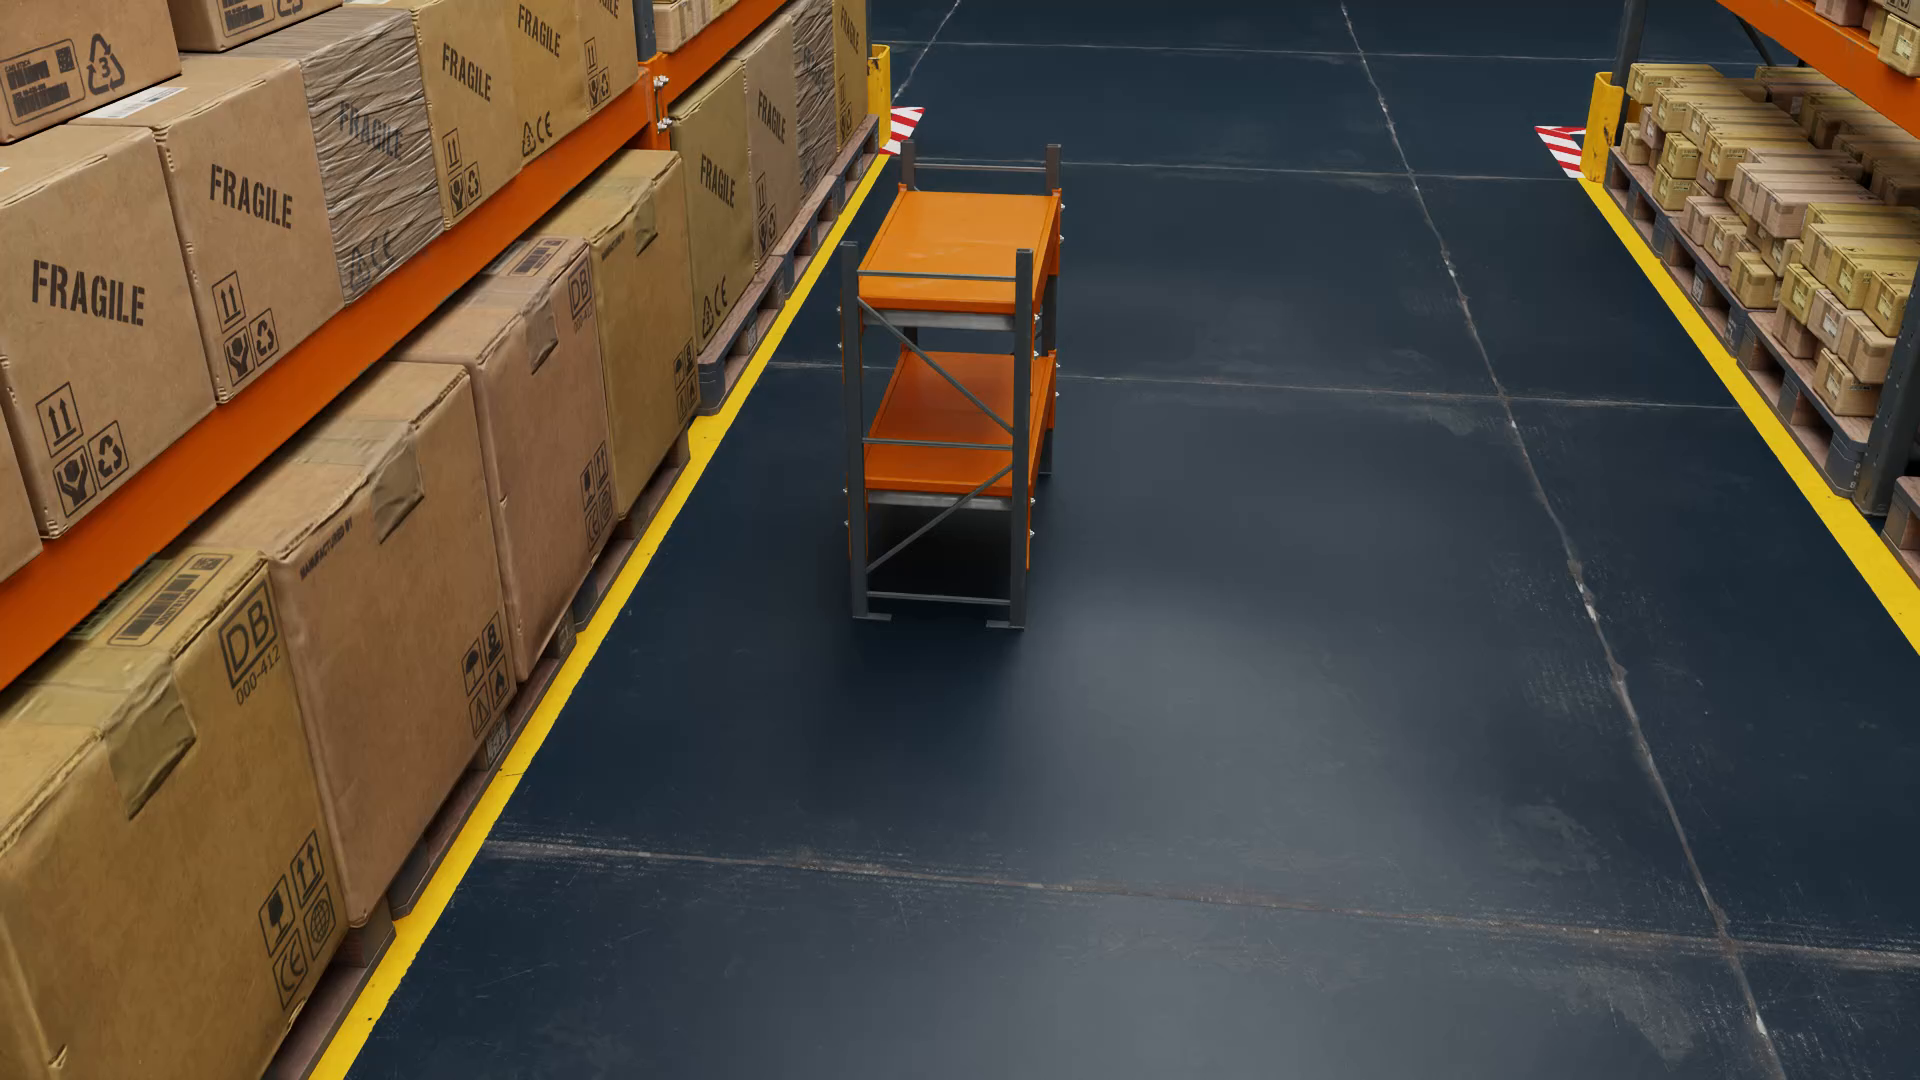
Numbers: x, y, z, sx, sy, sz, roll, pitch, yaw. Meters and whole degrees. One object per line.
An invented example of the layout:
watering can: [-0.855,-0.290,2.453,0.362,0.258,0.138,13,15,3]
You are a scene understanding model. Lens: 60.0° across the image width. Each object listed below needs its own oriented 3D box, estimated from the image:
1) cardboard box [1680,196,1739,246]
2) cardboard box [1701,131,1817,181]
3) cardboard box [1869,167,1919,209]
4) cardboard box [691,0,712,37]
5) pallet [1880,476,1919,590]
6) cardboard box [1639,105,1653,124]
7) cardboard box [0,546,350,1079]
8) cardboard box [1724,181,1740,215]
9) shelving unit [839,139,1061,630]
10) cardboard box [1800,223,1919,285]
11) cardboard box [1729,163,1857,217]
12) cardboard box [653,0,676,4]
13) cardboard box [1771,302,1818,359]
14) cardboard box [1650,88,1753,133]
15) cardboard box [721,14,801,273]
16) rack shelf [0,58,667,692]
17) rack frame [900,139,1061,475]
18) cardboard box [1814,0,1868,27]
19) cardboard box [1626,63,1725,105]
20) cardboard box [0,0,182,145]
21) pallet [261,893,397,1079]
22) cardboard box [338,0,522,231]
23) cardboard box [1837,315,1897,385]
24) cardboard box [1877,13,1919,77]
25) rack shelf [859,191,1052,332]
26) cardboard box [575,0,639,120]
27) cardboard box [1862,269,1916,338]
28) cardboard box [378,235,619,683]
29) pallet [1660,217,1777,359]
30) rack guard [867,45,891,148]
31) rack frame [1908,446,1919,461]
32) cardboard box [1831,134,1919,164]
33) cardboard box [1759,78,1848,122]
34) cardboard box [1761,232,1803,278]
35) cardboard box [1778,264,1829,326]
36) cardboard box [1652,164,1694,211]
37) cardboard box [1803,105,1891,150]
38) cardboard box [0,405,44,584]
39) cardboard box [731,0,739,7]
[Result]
cardboard box: [3.368,-1.381,7.213,0.380,0.149,0.250,2,28,4]
cardboard box: [3.375,-1.620,7.030,0.380,0.149,0.250,4,29,7]
cardboard box: [3.823,-1.355,6.539,0.380,0.149,0.250,2,28,4]
cardboard box: [-1.084,-1.862,5.808,0.380,0.149,0.250,2,28,5]
pallet: [3.334,0.201,4.654,1.003,0.211,1.213,3,28,6]
cardboard box: [3.599,-2.105,8.244,0.380,0.149,0.250,5,29,8]
cardboard box: [-1.867,0.581,2.807,1.225,0.875,0.875,2,28,4]
cardboard box: [3.498,-1.484,7.091,0.380,0.149,0.250,5,29,9]
shelving unit: [0.001,-0.498,4.989,0.538,1.125,1.048,3,28,6]
cardboard box: [3.228,-1.008,5.893,0.380,0.149,0.250,3,28,6]
cardboard box: [3.300,-1.386,6.595,0.380,0.149,0.250,2,28,4]
cardboard box: [-1.165,-2.000,5.644,0.500,0.250,0.500,3,28,5]
cardboard box: [3.221,-0.773,6.085,0.380,0.149,0.250,2,28,5]
cardboard box: [3.444,-1.993,7.722,0.380,0.149,0.250,3,28,6]
cardboard box: [-1.212,-1.708,7.055,0.875,0.875,0.875,3,28,6]
rack shelf: [-1.728,-0.471,3.720,1.077,0.370,4.000,3,28,6]
rack frame: [0.063,-0.738,5.433,0.500,1.125,0.032,3,28,6]
cardboard box: [3.305,-1.930,5.935,0.380,0.149,0.250,2,28,4]
cardboard box: [3.516,-2.241,8.182,0.380,0.149,0.250,2,28,4]
cardboard box: [-1.784,-0.981,2.746,0.797,0.503,0.637,4,29,7]
pallet: [-1.801,1.015,3.144,1.003,0.211,1.213,3,28,6]
cardboard box: [-1.393,-1.058,3.946,0.500,0.500,0.500,3,28,6]
cardboard box: [3.151,-0.621,5.489,0.380,0.149,0.250,4,29,7]
cardboard box: [3.154,-1.558,5.244,0.380,0.149,0.250,3,28,5]
rack shelf: [0.001,-0.821,4.816,0.459,0.093,0.952,3,28,6]
cardboard box: [-1.269,-1.537,4.835,0.500,0.500,0.500,3,29,6]
cardboard box: [3.213,-0.767,5.448,0.380,0.149,0.250,4,29,8]
cardboard box: [-1.650,-0.255,4.359,1.225,0.875,0.875,2,28,4]
pallet: [3.622,-1.059,6.994,1.003,0.211,1.213,3,28,6]
rack guard: [-0.989,-2.523,9.405,1.175,0.500,0.348,3,28,6]
rack frame: [3.424,-1.393,4.673,0.949,2.616,0.053,3,28,6]
cardboard box: [3.896,-1.594,6.982,0.380,0.149,0.250,2,28,4]
cardboard box: [4.017,-2.089,7.900,0.380,0.149,0.250,4,29,7]
cardboard box: [3.327,-1.109,6.396,0.380,0.149,0.250,4,29,7]
cardboard box: [3.187,-0.876,5.962,0.380,0.149,0.250,2,28,4]
cardboard box: [3.421,-1.618,7.655,0.380,0.149,0.250,4,29,7]
cardboard box: [4.016,-1.841,7.441,0.380,0.149,0.250,2,28,4]
cardboard box: [-1.643,-0.103,2.173,0.500,0.500,0.500,4,29,8]
cardboard box: [-1.022,-2.110,6.268,0.380,0.149,0.250,3,28,5]
